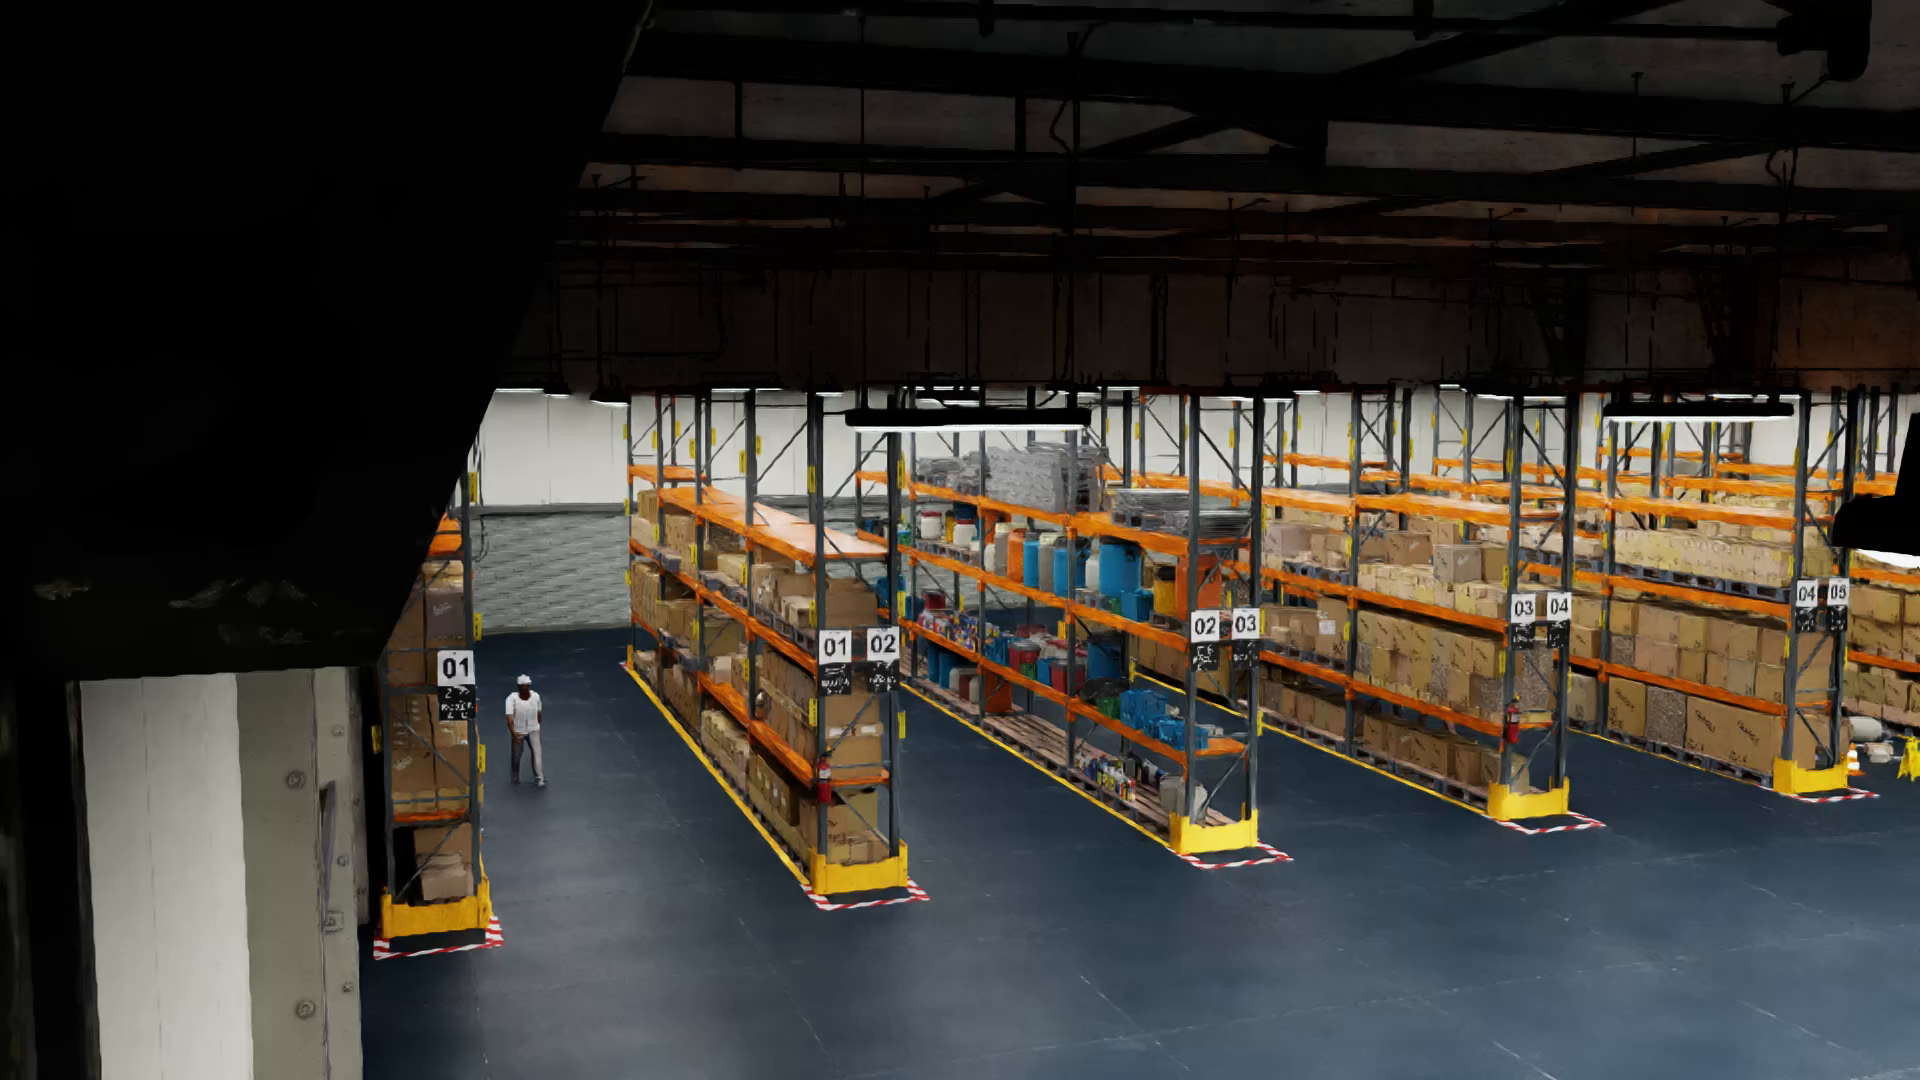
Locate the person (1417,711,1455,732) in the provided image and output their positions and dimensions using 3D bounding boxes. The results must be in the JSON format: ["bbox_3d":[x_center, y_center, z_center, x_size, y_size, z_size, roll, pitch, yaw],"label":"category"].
[{"bbox_3d":[8.070,2.616,28.187,0.448,1.590,1.110,-2,6,-17],"label":"person"}]

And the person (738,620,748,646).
[{"bbox_3d":[-4.571,1.771,35.726,0.415,1.736,0.640,0,6,-4],"label":"person"}]

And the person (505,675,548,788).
[{"bbox_3d":[-6.587,2.878,25.158,0.569,1.709,1.034,-3,7,-28],"label":"person"}]

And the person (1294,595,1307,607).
[{"bbox_3d":[8.619,1.180,42.304,0.635,1.587,0.443,-6,8,-44],"label":"person"}]
